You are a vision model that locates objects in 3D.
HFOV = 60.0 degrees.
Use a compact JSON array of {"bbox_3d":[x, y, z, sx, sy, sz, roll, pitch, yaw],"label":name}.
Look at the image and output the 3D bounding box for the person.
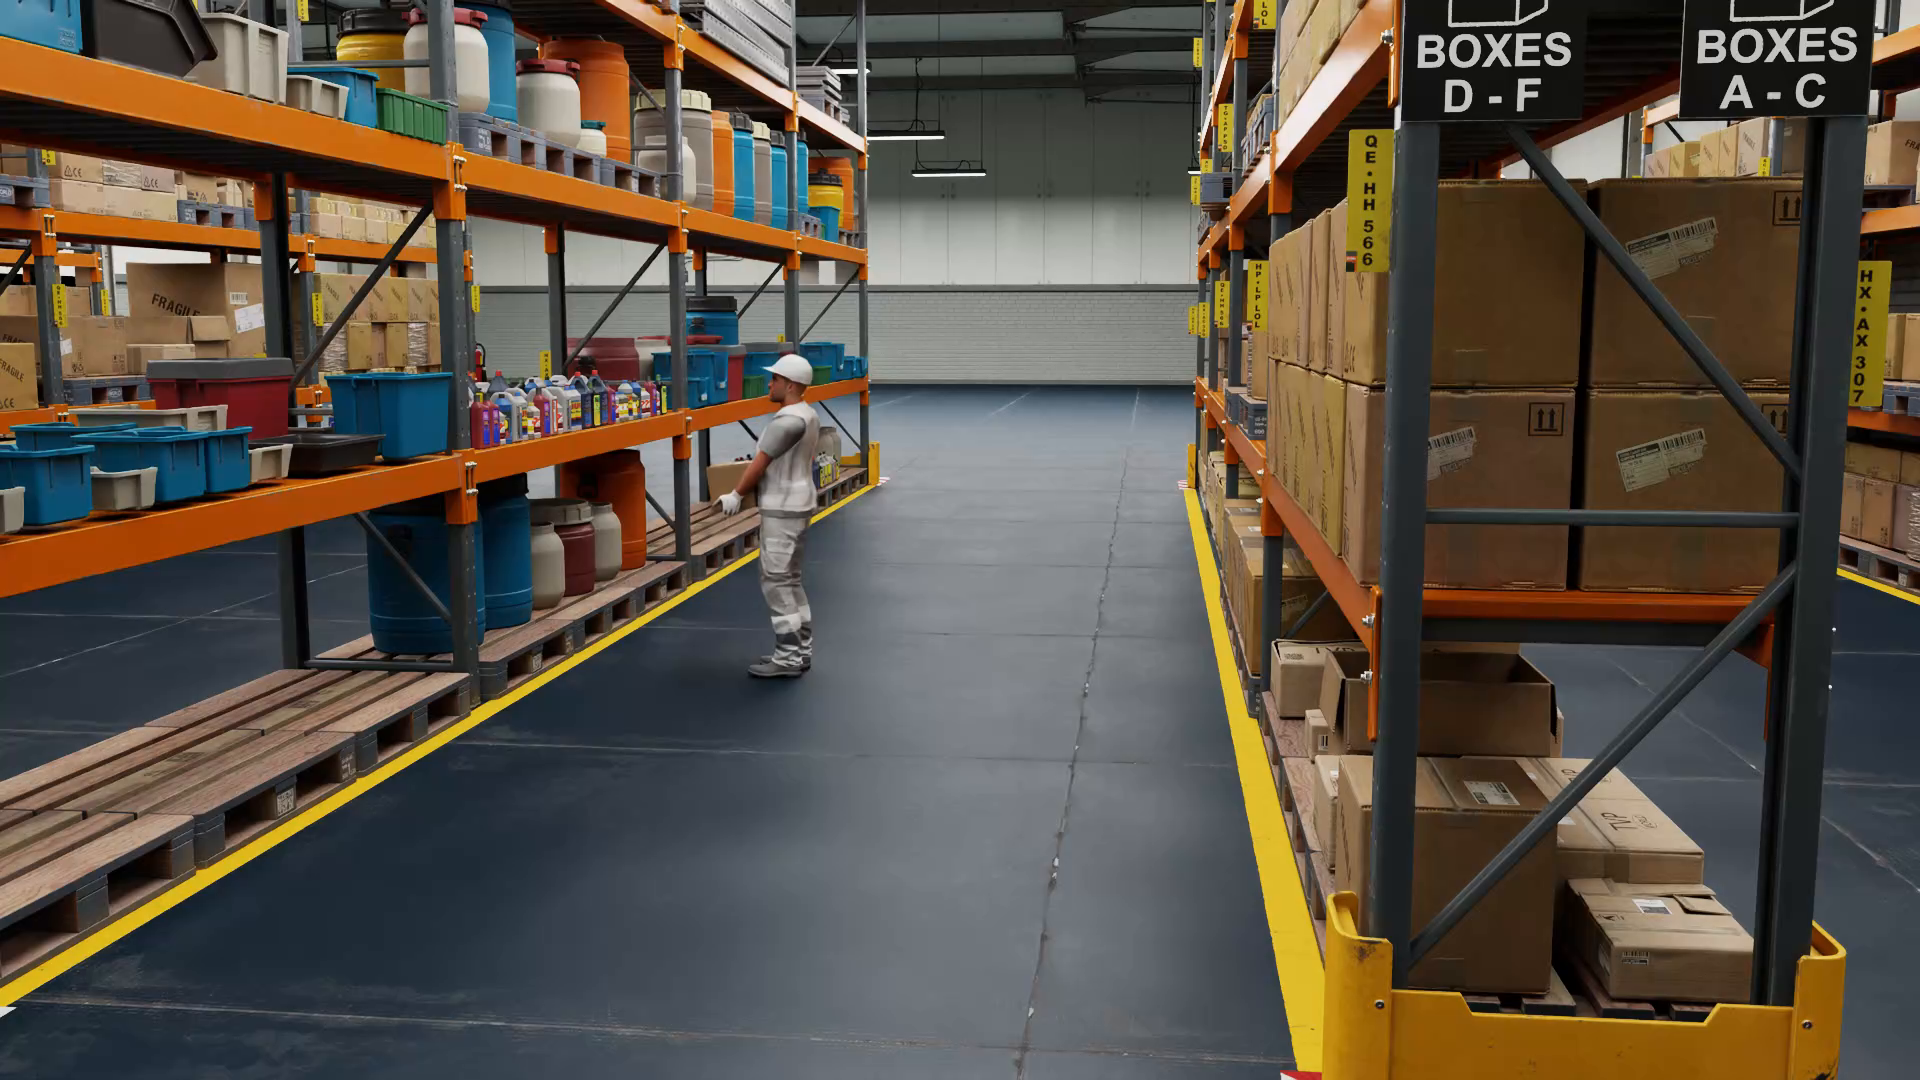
[{"bbox_3d":[-1.073,-0.139,9.269,0.556,1.784,0.494,1,8,7],"label":"person"}]
